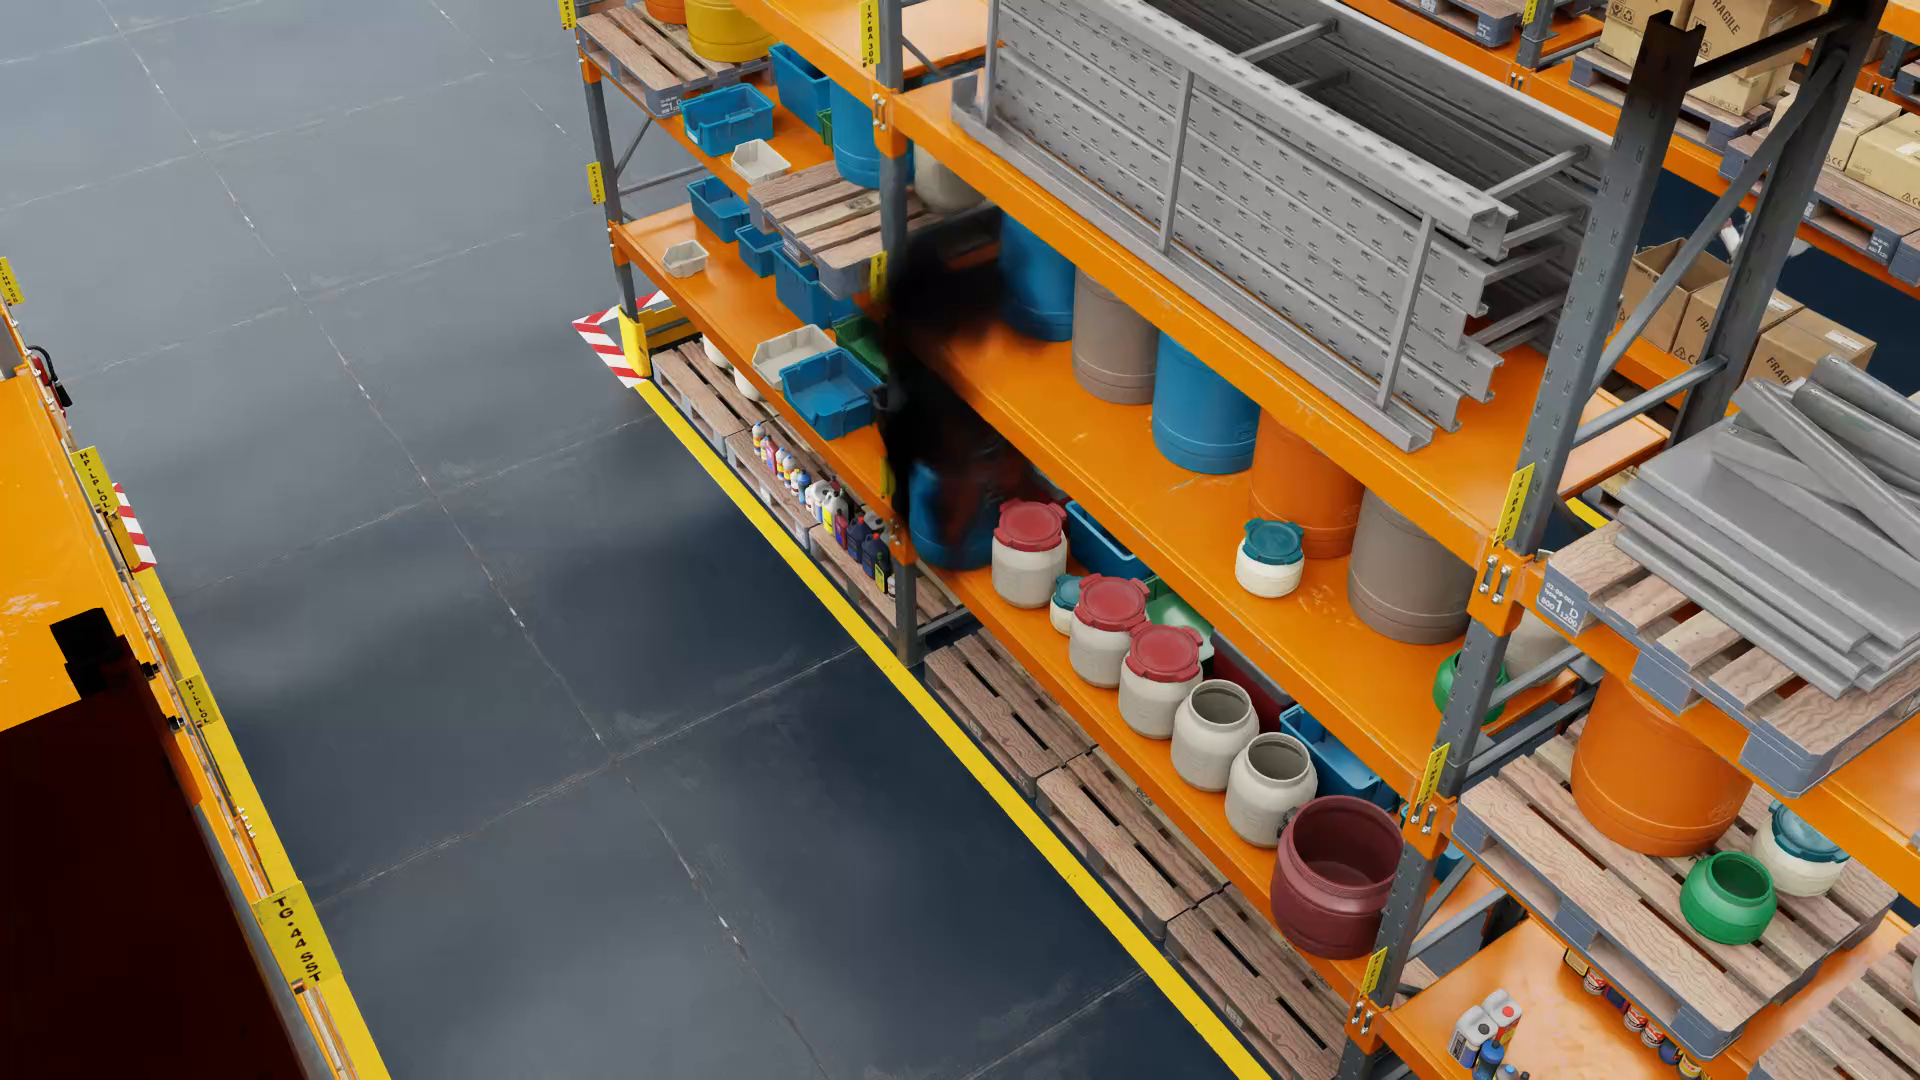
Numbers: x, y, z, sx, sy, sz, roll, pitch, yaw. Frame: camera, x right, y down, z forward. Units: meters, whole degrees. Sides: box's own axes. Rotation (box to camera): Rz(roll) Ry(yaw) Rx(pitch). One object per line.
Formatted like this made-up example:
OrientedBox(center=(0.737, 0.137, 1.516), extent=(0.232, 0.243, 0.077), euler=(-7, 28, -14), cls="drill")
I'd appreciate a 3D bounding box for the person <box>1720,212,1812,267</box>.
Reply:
OrientedBox(center=(6.003, -1.983, 12.615), extent=(0.675, 1.846, 0.829), euler=(-33, 52, -31), cls="person")
